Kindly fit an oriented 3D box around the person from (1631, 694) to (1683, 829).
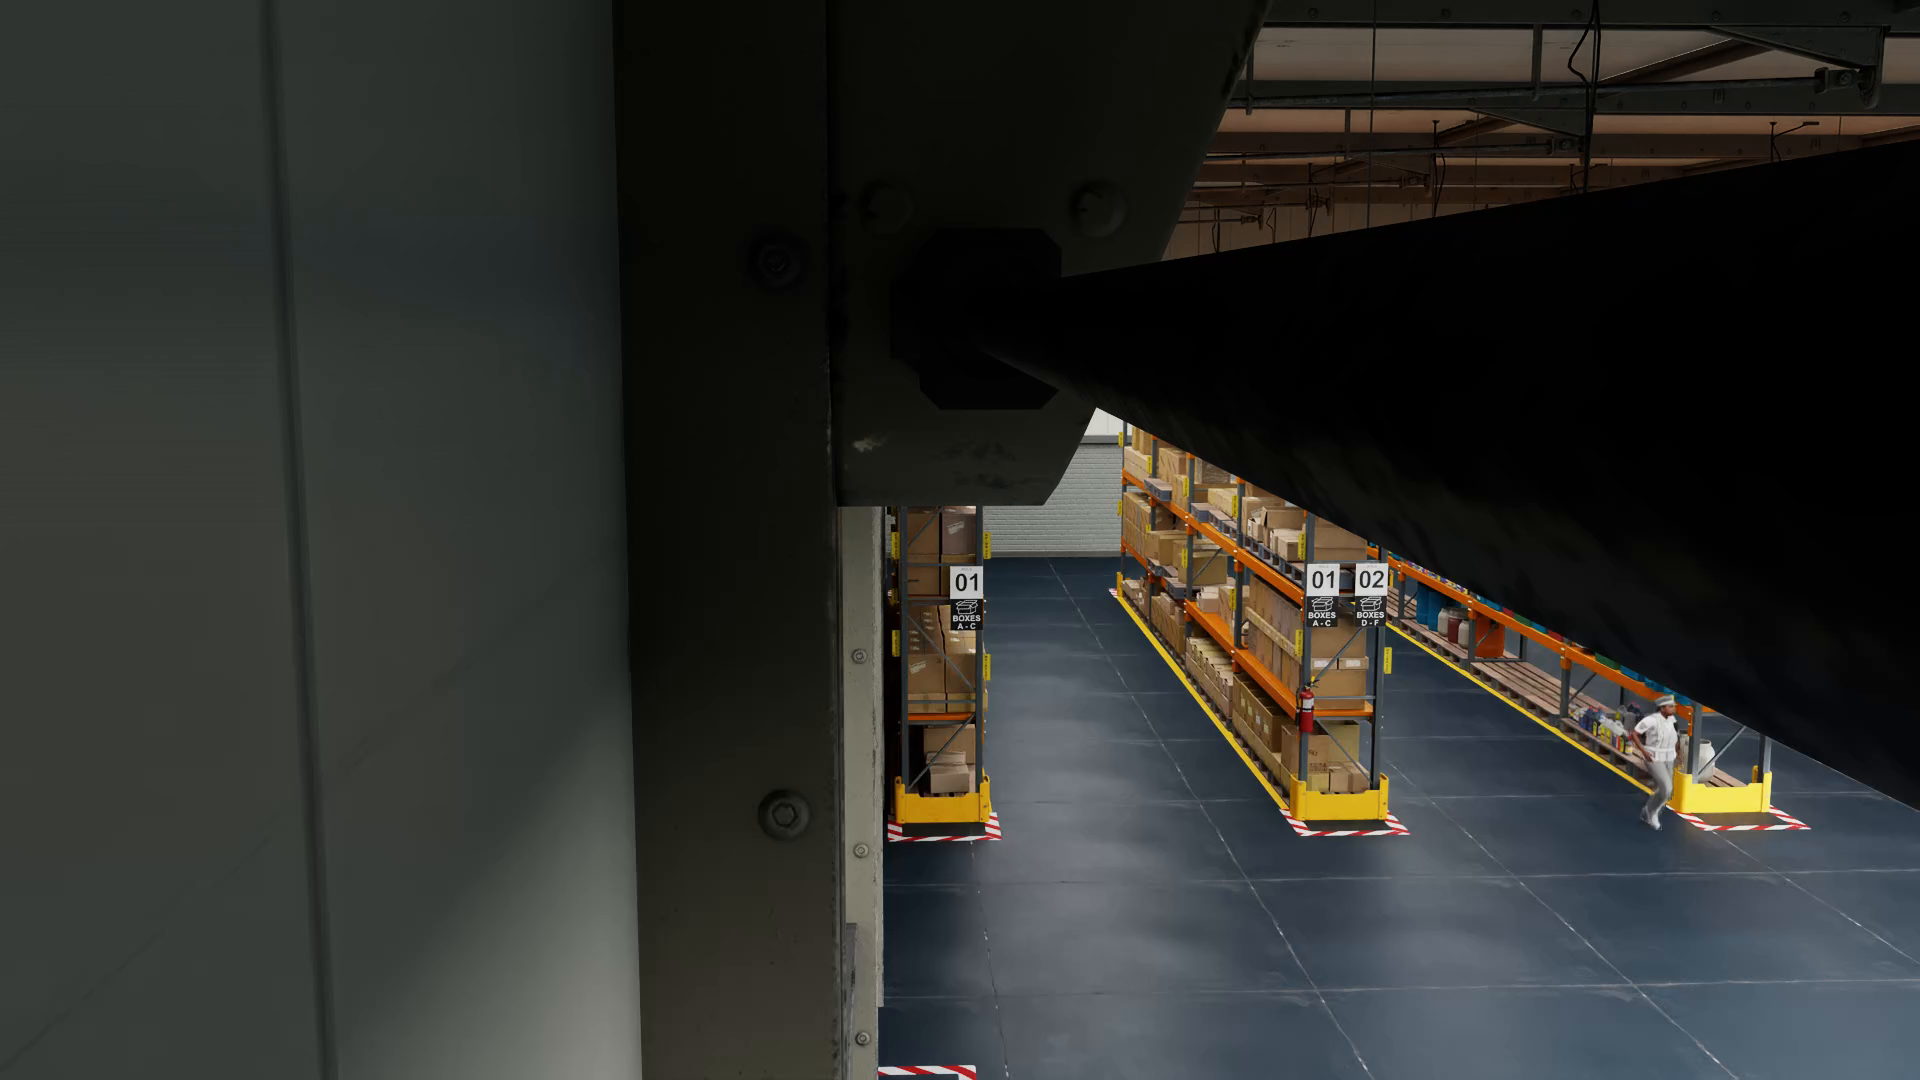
[{"bbox_3d":[8.513,2.683,20.169,0.593,1.660,0.588,-3,9,-20],"label":"person"}]
